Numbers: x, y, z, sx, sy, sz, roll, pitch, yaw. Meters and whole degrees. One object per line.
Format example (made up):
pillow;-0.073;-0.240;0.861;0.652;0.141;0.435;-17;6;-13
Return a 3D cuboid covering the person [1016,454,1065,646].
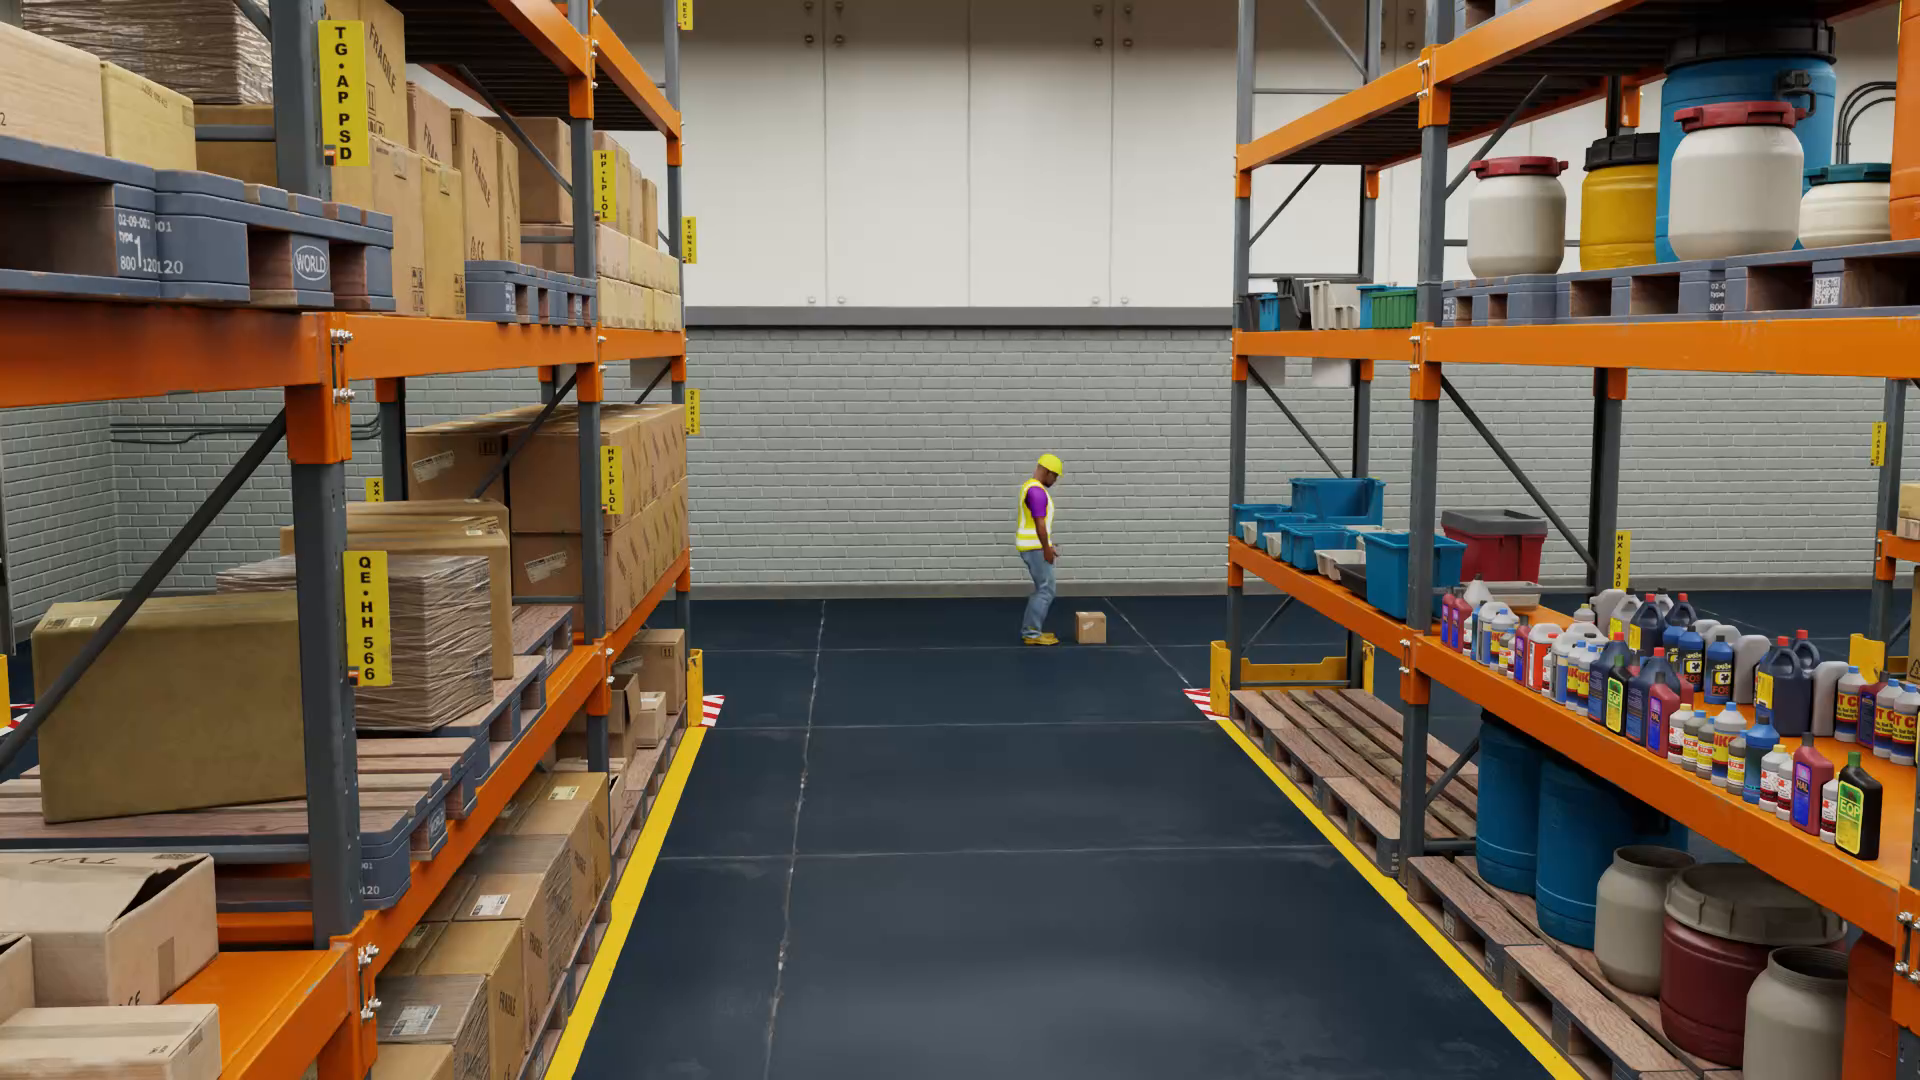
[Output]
person;0.731;0.076;15.181;0.438;1.725;0.588;0;7;-2
